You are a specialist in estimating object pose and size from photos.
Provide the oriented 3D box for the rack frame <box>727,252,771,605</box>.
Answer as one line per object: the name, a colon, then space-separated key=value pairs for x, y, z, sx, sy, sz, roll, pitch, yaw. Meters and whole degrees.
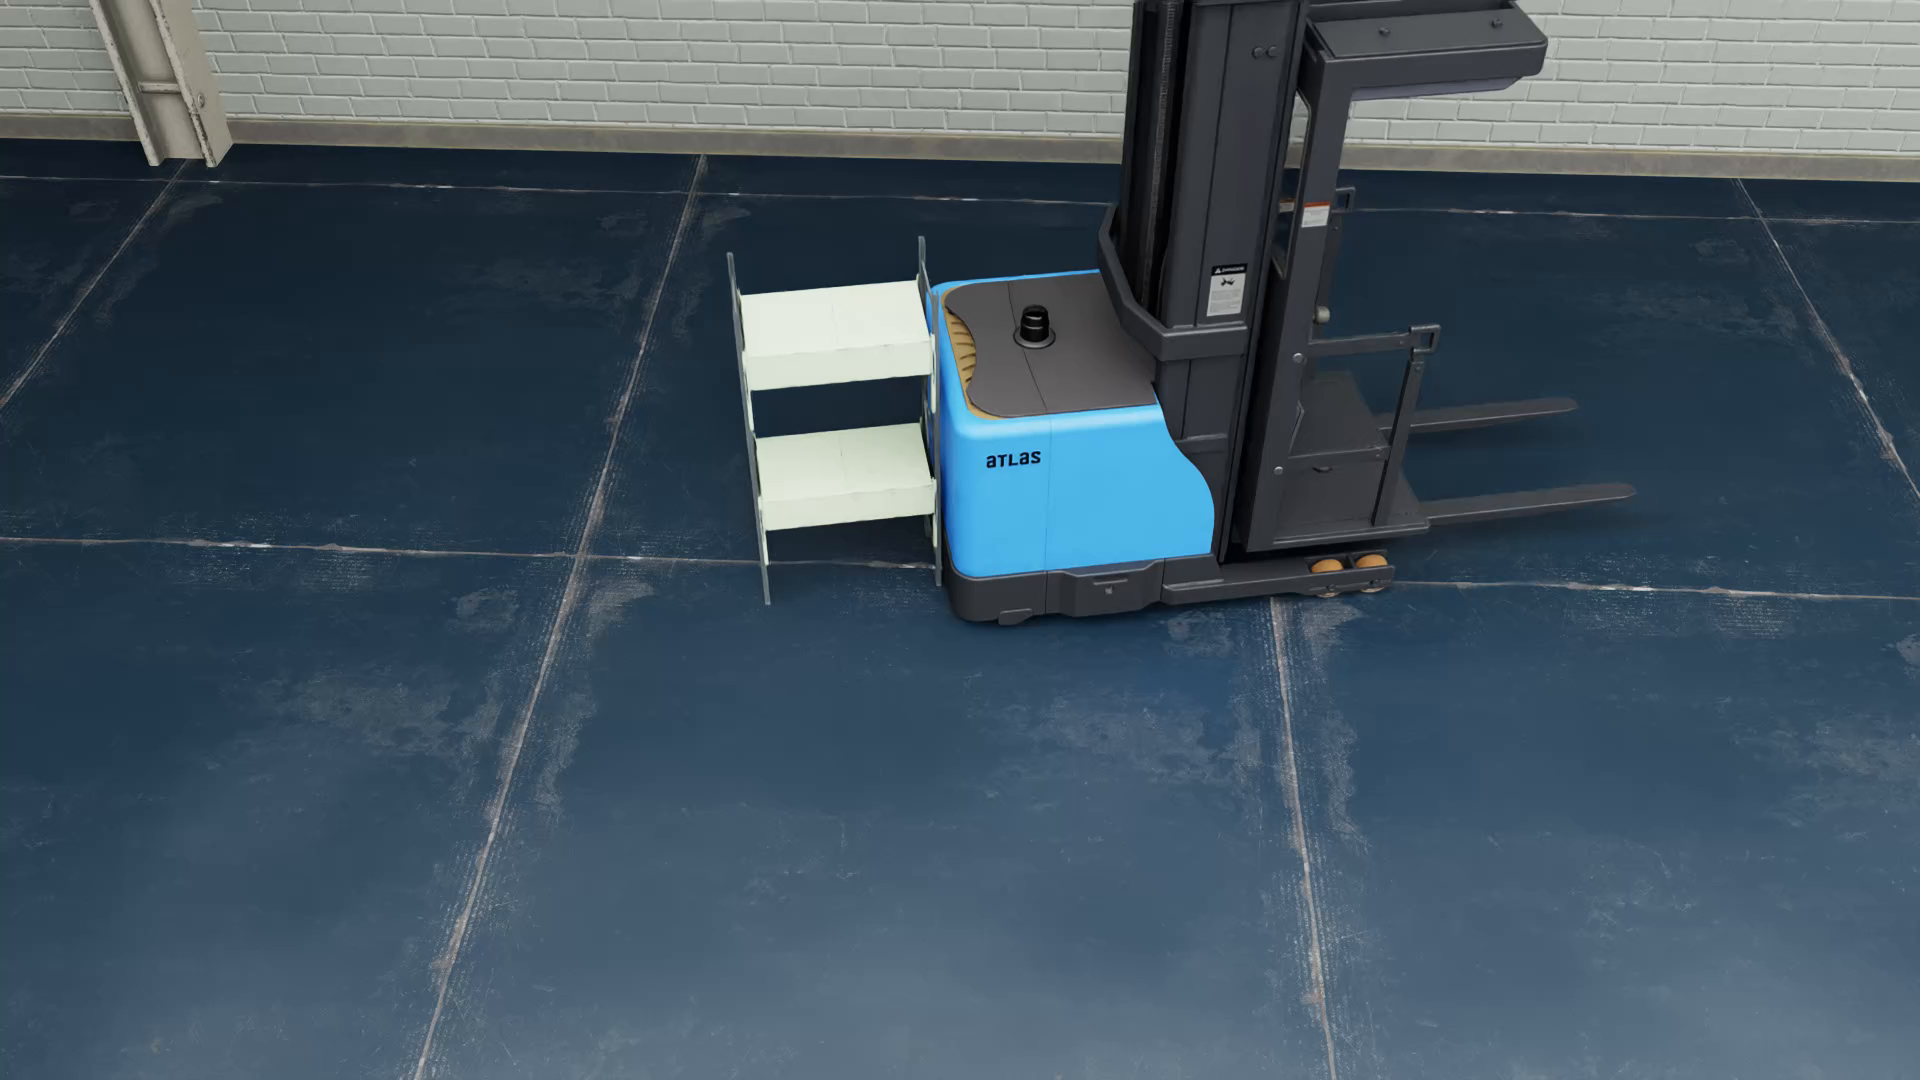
rack frame: x=-0.843 y=-0.408 z=6.673 sx=0.023 sy=1.500 sz=0.400 roll=-6 pitch=43 yaw=-6

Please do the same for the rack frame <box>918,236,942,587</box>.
rack frame: x=-0.119 y=-0.484 z=6.754 sx=0.023 sy=1.500 sz=0.400 roll=-6 pitch=43 yaw=-6

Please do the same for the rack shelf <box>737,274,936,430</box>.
rack shelf: x=-0.481 y=-0.731 z=6.448 sx=0.720 sy=0.370 sz=0.431 roll=-6 pitch=43 yaw=-6

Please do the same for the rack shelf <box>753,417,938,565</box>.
rack shelf: x=-0.481 y=-0.207 z=6.936 sx=0.720 sy=0.370 sz=0.431 roll=-6 pitch=43 yaw=-6

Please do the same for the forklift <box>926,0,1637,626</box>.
forklift: x=1.397 y=-1.181 z=6.453 sx=3.031 sy=2.935 sz=1.130 roll=-6 pitch=43 yaw=-6

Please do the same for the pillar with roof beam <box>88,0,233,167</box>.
pillar with roof beam: x=-4.709 y=-2.640 z=3.567 sx=0.400 sy=9.000 sz=9.100 roll=2 pitch=43 yaw=2

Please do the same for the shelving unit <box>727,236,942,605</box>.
shelving unit: x=-0.481 y=-0.446 z=6.714 sx=0.755 sy=1.500 sz=0.431 roll=-6 pitch=43 yaw=-6
